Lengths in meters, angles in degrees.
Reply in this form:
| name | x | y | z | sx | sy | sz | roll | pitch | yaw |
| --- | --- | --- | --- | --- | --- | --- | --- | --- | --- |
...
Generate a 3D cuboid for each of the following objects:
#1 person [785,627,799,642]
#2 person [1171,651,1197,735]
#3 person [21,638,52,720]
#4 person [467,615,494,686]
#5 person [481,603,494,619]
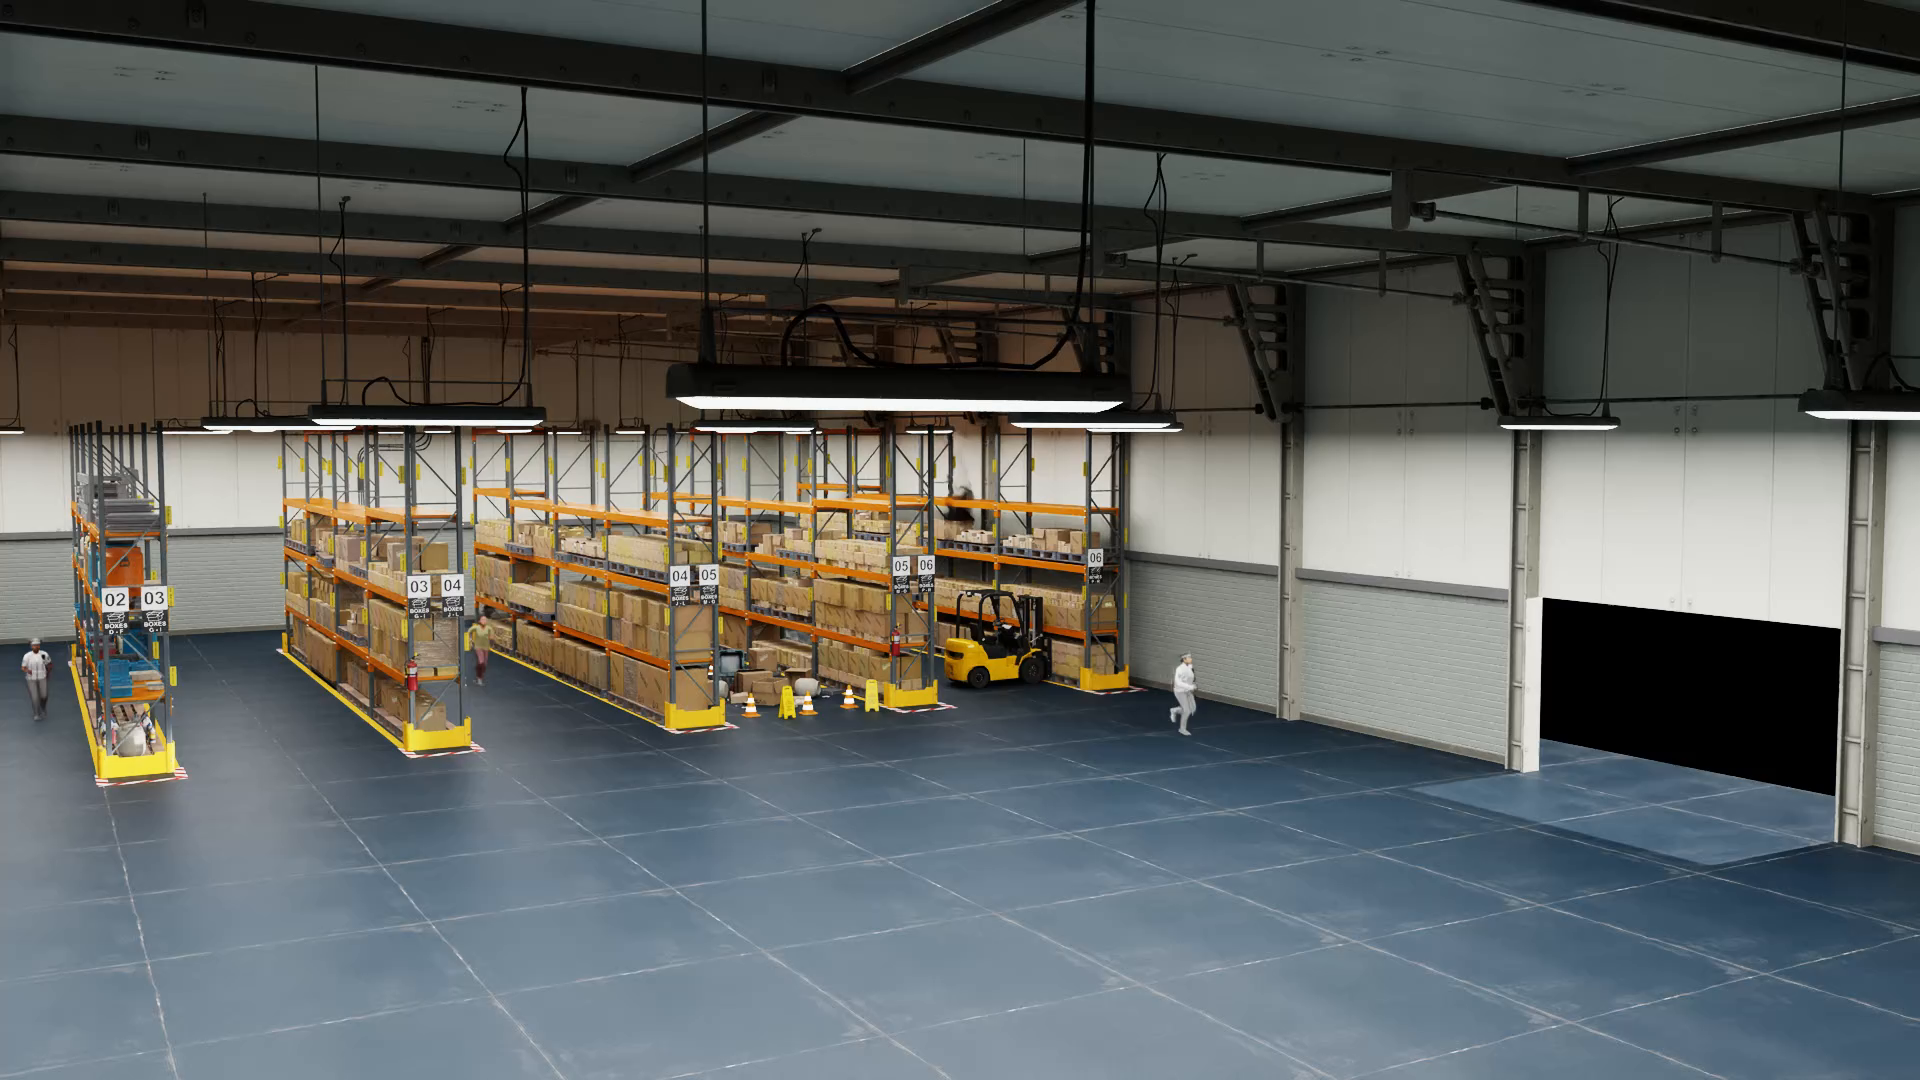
| name | x | y | z | sx | sy | sz | roll | pitch | yaw |
| --- | --- | --- | --- | --- | --- | --- | --- | --- | --- |
| person | -4.564 | 2.081 | 44.666 | 0.662 | 1.782 | 0.644 | -2 | 4 | -31 |
| person | 4.335 | 2.938 | 32.058 | 0.636 | 1.649 | 0.652 | 3 | 5 | 39 |
| person | -18.629 | 2.813 | 33.599 | 0.565 | 1.651 | 0.542 | -2 | 4 | -33 |
| person | -11.006 | 2.527 | 38.245 | 0.559 | 1.633 | 0.727 | -3 | 4 | -35 |
| person | -13.521 | 1.953 | 47.863 | 0.637 | 1.674 | 0.698 | -1 | 4 | -12 |
